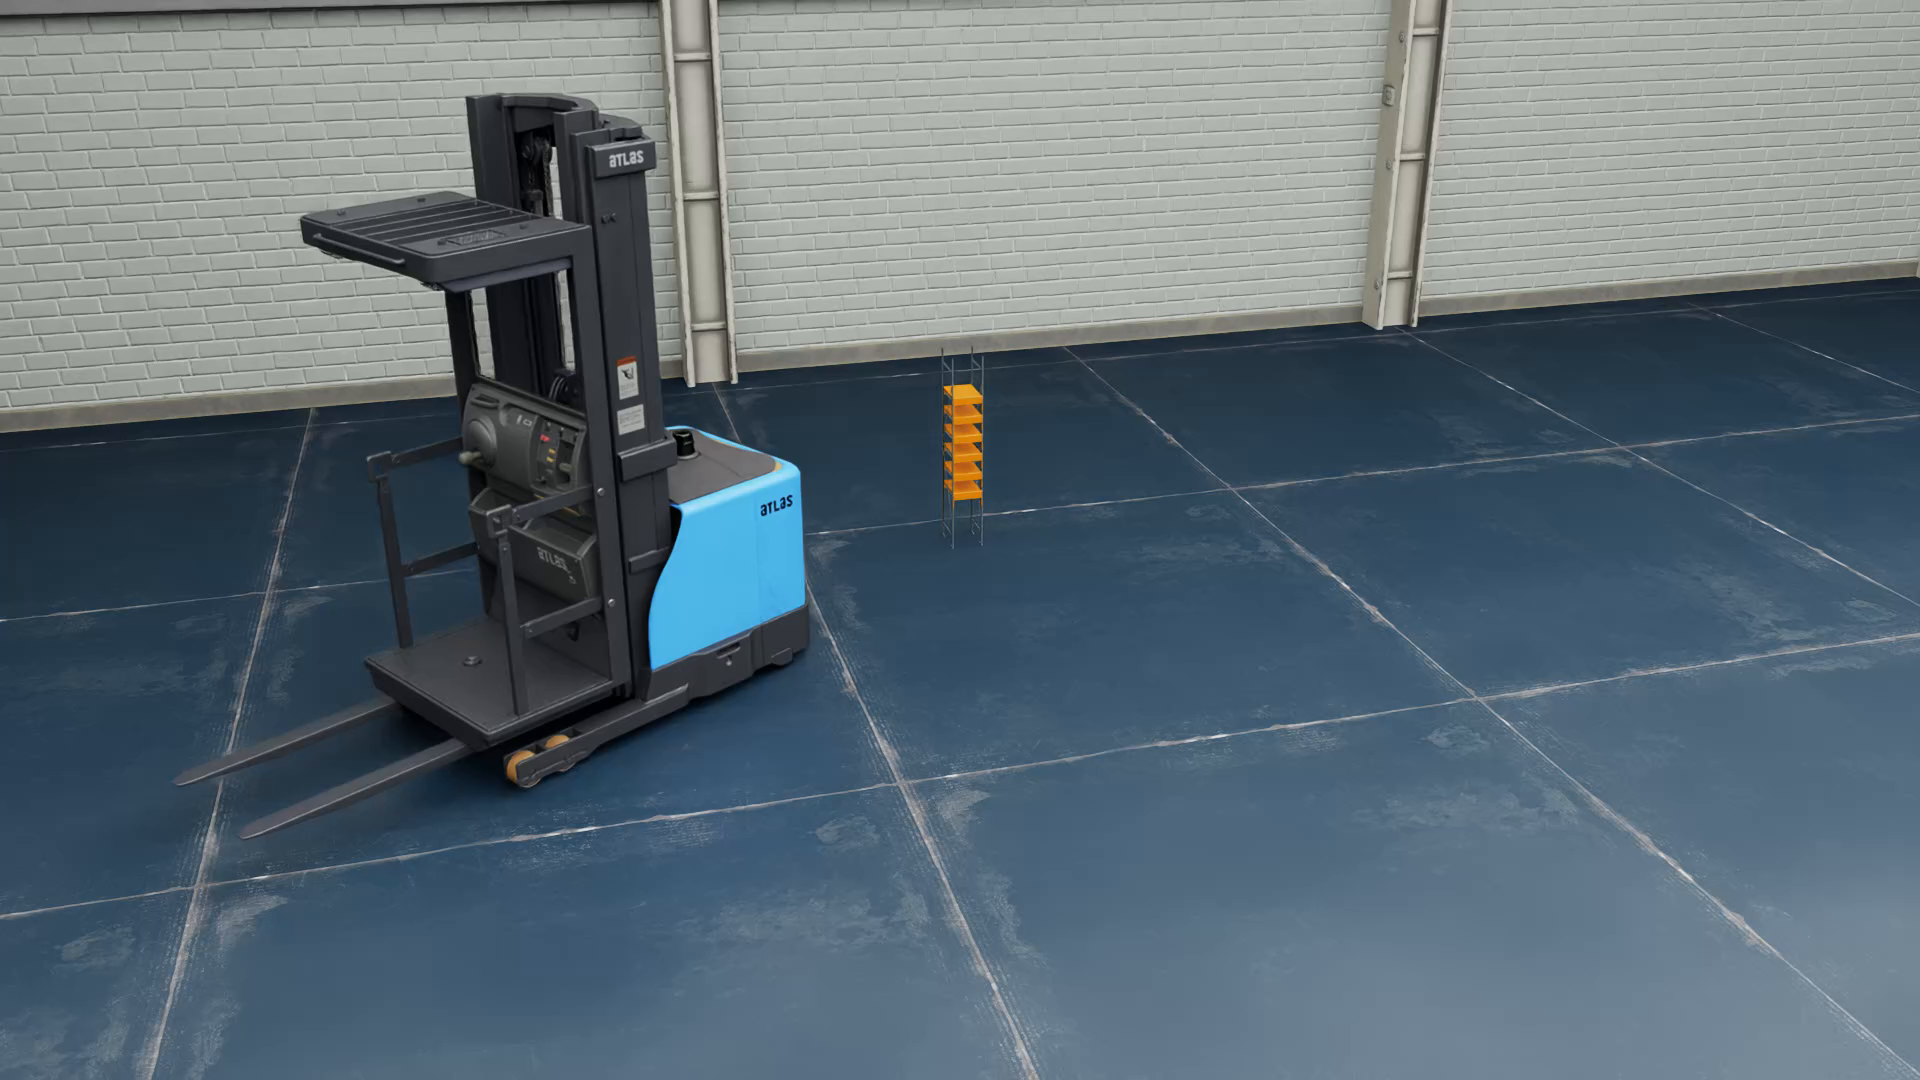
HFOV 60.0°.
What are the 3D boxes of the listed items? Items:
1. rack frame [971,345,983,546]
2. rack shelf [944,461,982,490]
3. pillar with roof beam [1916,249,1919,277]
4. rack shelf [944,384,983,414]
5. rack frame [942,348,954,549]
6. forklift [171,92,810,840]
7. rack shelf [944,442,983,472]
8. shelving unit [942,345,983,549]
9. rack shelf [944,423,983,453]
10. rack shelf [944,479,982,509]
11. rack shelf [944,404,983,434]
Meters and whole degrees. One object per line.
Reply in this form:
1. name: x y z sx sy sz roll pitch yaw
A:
1. rack frame: 0.102 -0.563 10.040 0.006 1.200 0.240 -6 24 -14
2. rack shelf: 0.014 -0.402 10.082 0.180 0.103 0.258 -6 24 -14
3. pillar with roof beam: 10.733 -5.057 10.624 0.400 9.000 9.100 -6 24 -14
4. rack shelf: 0.014 -0.843 9.893 0.180 0.103 0.258 -6 24 -14
5. rack frame: -0.074 -0.543 9.994 0.006 1.200 0.240 -6 24 -14
6. forklift: -2.162 -0.441 7.560 1.130 2.935 3.031 20 30 39
7. rack shelf: 0.014 -0.512 10.035 0.180 0.103 0.258 -6 24 -14
8. shelving unit: 0.014 -0.553 10.017 0.189 1.200 0.258 -6 24 -14
9. rack shelf: 0.014 -0.622 9.987 0.180 0.103 0.258 -6 24 -14
10. rack shelf: 0.014 -0.292 10.129 0.180 0.103 0.258 -6 24 -14
11. rack shelf: 0.014 -0.733 9.940 0.180 0.103 0.258 -6 24 -14
